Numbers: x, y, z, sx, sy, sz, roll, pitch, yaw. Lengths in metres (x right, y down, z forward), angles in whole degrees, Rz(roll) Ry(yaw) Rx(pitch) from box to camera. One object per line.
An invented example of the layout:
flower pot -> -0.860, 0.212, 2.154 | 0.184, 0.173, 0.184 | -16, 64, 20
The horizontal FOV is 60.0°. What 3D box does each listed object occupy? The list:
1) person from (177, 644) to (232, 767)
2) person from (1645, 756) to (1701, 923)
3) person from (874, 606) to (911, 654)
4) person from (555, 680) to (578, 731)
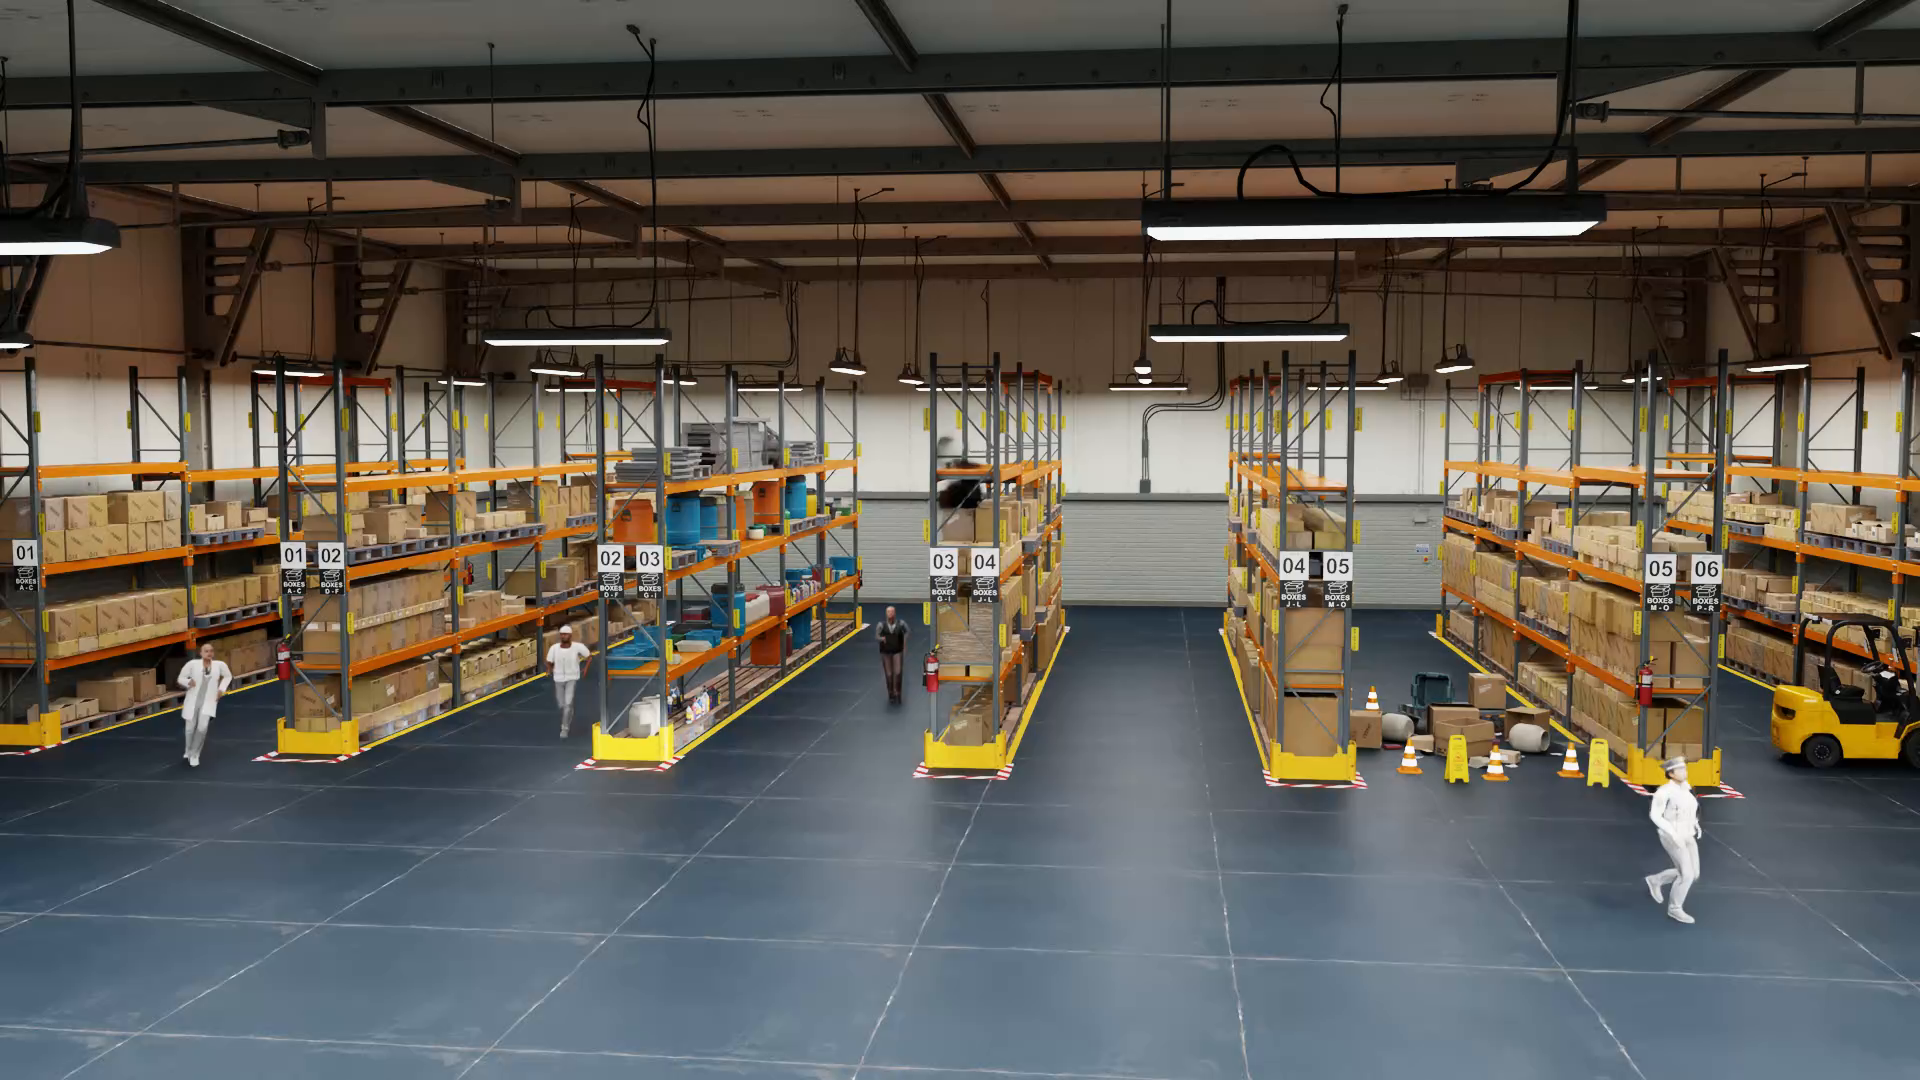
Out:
person -> -11.095, 2.418, 24.425 | 0.712, 1.795, 0.769 | -1, 4, -18
person -> 7.201, 2.992, 16.827 | 0.616, 1.673, 0.538 | -3, 5, -35
person -> -1.214, 1.602, 29.536 | 0.635, 0.842, 0.653 | 0, 4, 3
person -> -6.304, 2.586, 26.776 | 0.368, 0.903, 0.754 | 0, 4, 3
